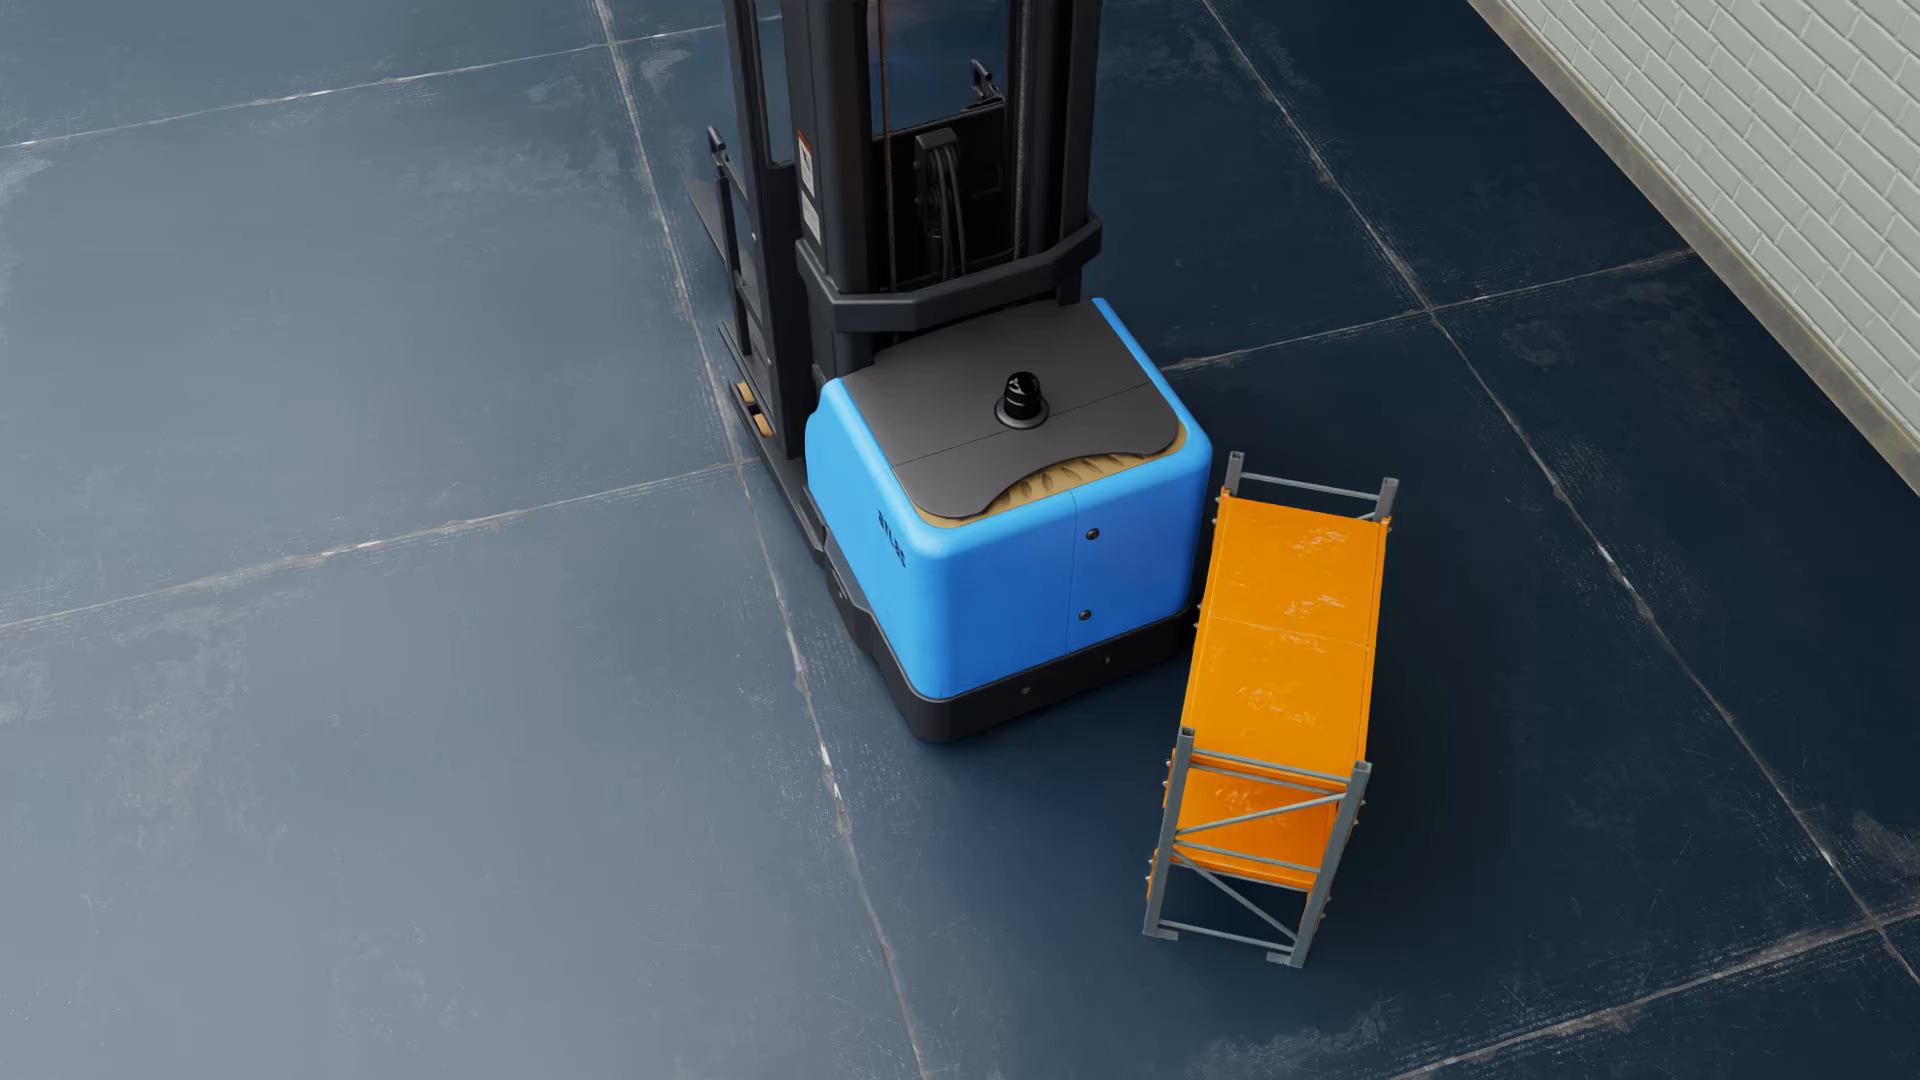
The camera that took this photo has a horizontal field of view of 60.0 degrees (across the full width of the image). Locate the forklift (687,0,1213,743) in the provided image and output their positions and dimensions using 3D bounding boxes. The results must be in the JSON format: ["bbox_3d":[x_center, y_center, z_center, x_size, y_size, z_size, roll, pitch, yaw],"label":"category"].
[{"bbox_3d":[-0.266,-1.411,5.522,1.130,2.935,3.031,-19,52,-15],"label":"forklift"}]

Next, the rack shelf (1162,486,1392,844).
[{"bbox_3d":[0.936,0.339,4.846,0.538,0.278,1.000,10,51,9],"label":"rack shelf"}]

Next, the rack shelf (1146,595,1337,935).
[{"bbox_3d":[0.936,0.685,5.256,0.538,0.278,1.000,10,51,9],"label":"rack shelf"}]

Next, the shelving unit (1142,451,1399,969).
[{"bbox_3d":[0.936,0.528,5.069,0.538,1.125,1.048,10,51,9],"label":"shelving unit"}]

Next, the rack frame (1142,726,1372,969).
[{"bbox_3d":[0.817,0.906,4.751,0.500,1.125,0.032,10,51,9],"label":"rack frame"}]

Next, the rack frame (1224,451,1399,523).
[{"bbox_3d":[1.054,0.150,5.388,0.500,1.125,0.032,10,51,9],"label":"rack frame"}]
